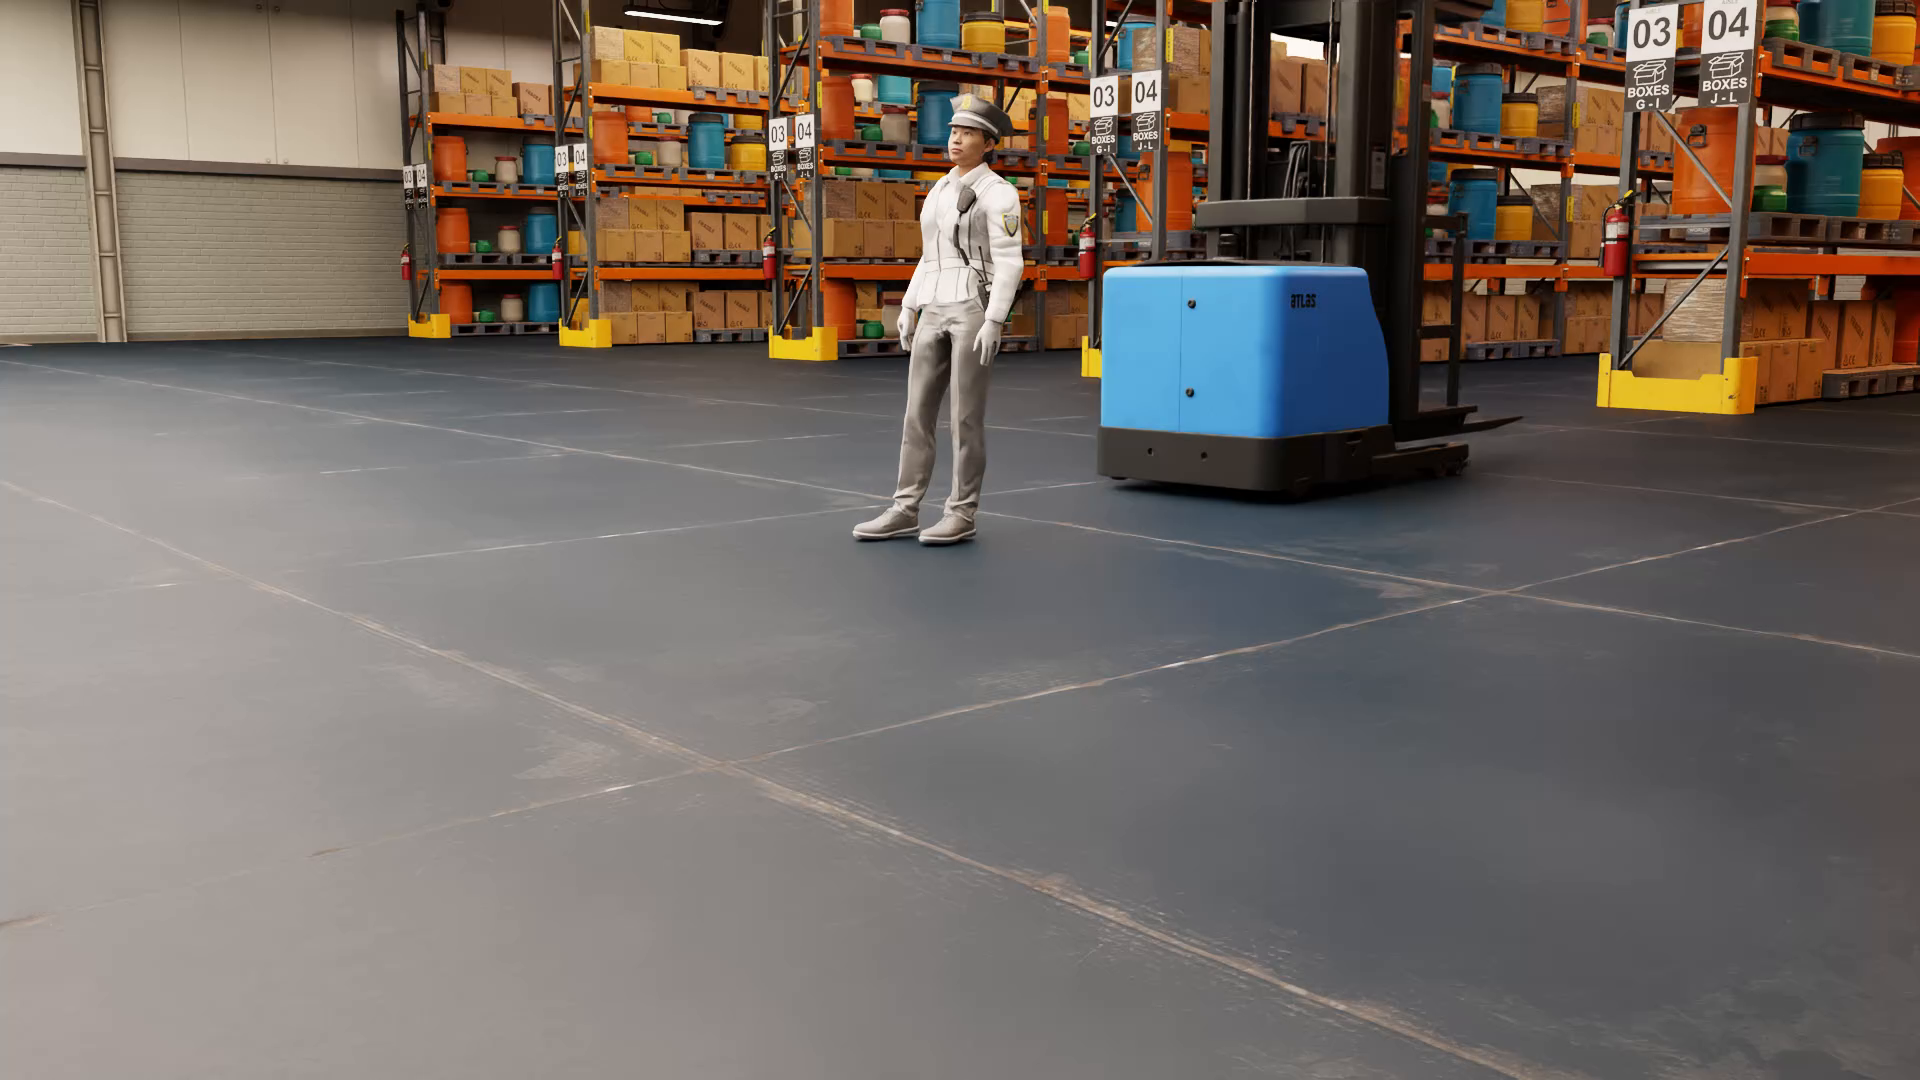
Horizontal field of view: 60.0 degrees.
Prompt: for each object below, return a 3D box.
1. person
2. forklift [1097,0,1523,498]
[{"bbox_3d":[-0.057,-0.838,6.369,0.530,1.694,0.586,-8,12,-40],"label":"person"},{"bbox_3d":[2.037,-1.815,8.683,1.130,2.935,3.031,8,12,42],"label":"forklift"}]
